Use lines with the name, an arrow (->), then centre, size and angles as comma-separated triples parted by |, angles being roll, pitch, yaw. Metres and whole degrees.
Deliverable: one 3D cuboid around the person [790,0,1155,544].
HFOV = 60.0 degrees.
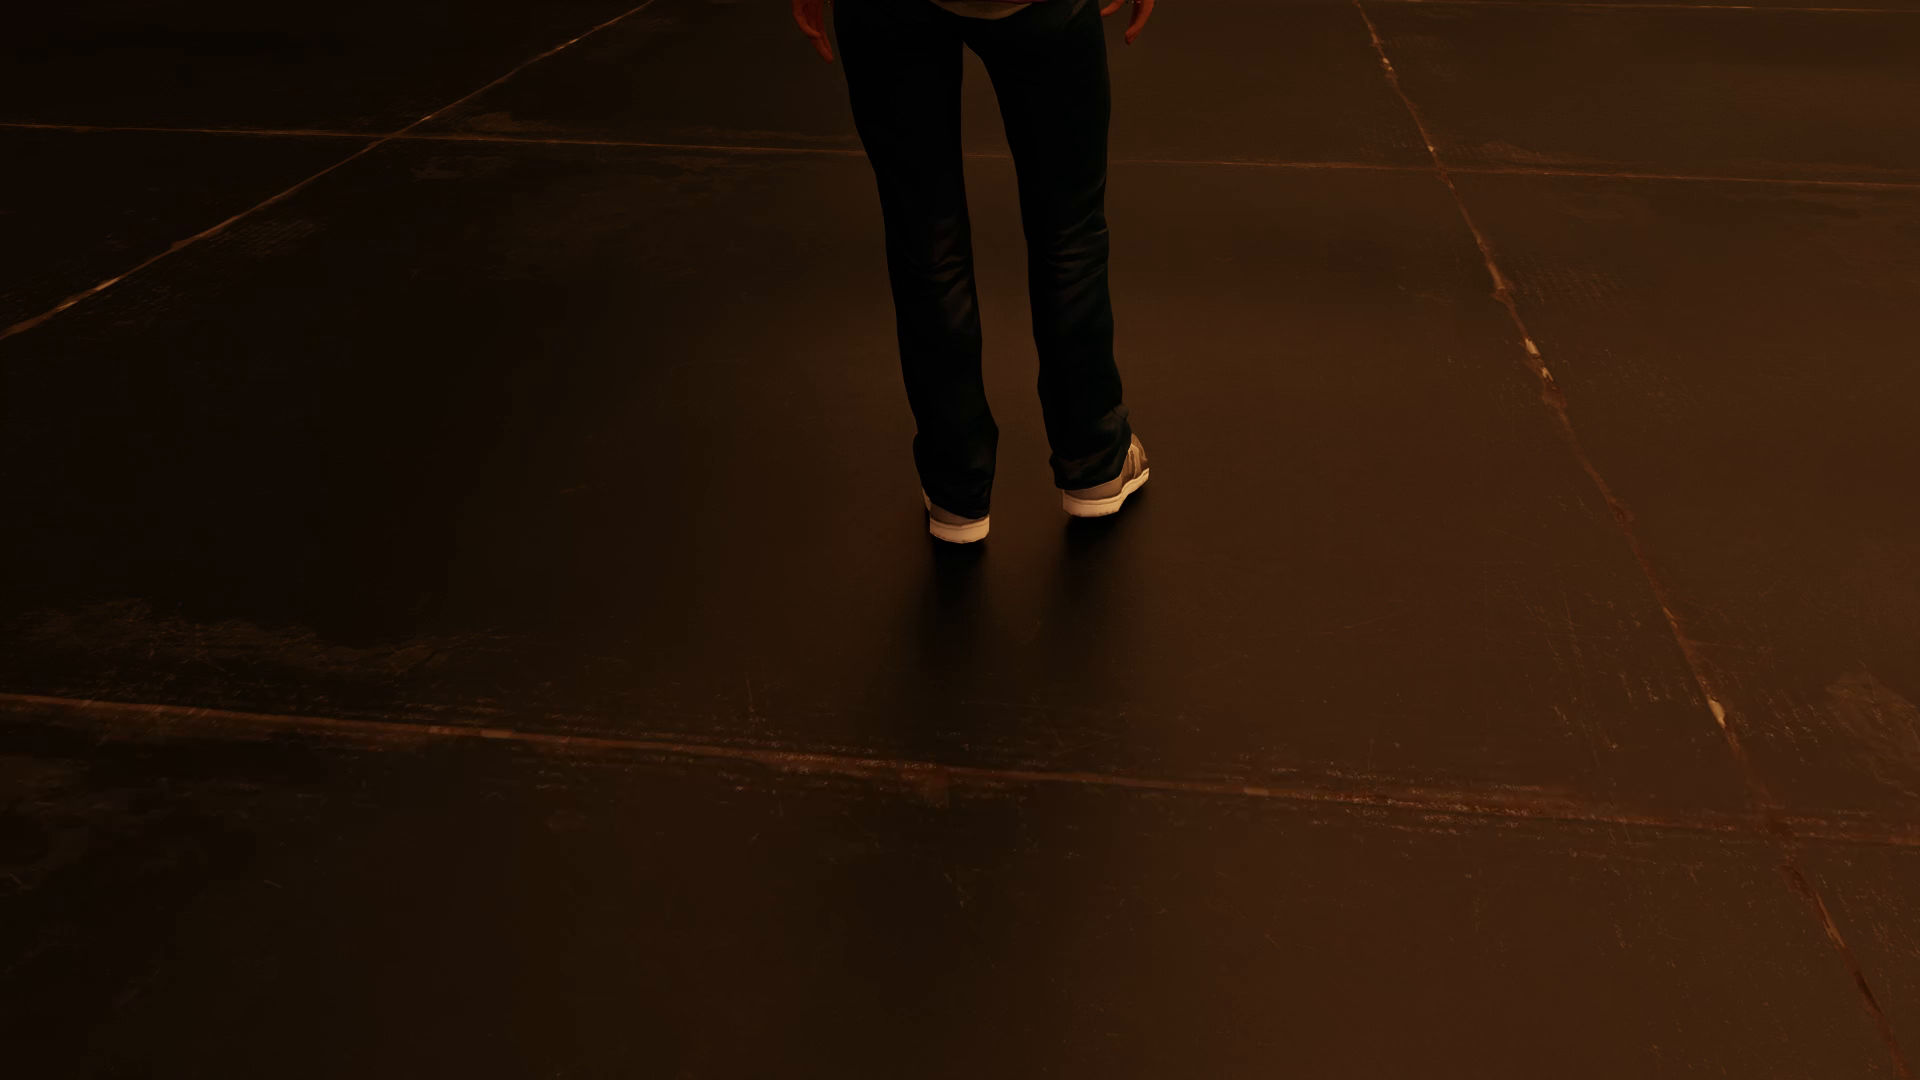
person -> 0.024, -0.754, 2.205 | 0.520, 1.599, 0.473 | 3, 27, 7
